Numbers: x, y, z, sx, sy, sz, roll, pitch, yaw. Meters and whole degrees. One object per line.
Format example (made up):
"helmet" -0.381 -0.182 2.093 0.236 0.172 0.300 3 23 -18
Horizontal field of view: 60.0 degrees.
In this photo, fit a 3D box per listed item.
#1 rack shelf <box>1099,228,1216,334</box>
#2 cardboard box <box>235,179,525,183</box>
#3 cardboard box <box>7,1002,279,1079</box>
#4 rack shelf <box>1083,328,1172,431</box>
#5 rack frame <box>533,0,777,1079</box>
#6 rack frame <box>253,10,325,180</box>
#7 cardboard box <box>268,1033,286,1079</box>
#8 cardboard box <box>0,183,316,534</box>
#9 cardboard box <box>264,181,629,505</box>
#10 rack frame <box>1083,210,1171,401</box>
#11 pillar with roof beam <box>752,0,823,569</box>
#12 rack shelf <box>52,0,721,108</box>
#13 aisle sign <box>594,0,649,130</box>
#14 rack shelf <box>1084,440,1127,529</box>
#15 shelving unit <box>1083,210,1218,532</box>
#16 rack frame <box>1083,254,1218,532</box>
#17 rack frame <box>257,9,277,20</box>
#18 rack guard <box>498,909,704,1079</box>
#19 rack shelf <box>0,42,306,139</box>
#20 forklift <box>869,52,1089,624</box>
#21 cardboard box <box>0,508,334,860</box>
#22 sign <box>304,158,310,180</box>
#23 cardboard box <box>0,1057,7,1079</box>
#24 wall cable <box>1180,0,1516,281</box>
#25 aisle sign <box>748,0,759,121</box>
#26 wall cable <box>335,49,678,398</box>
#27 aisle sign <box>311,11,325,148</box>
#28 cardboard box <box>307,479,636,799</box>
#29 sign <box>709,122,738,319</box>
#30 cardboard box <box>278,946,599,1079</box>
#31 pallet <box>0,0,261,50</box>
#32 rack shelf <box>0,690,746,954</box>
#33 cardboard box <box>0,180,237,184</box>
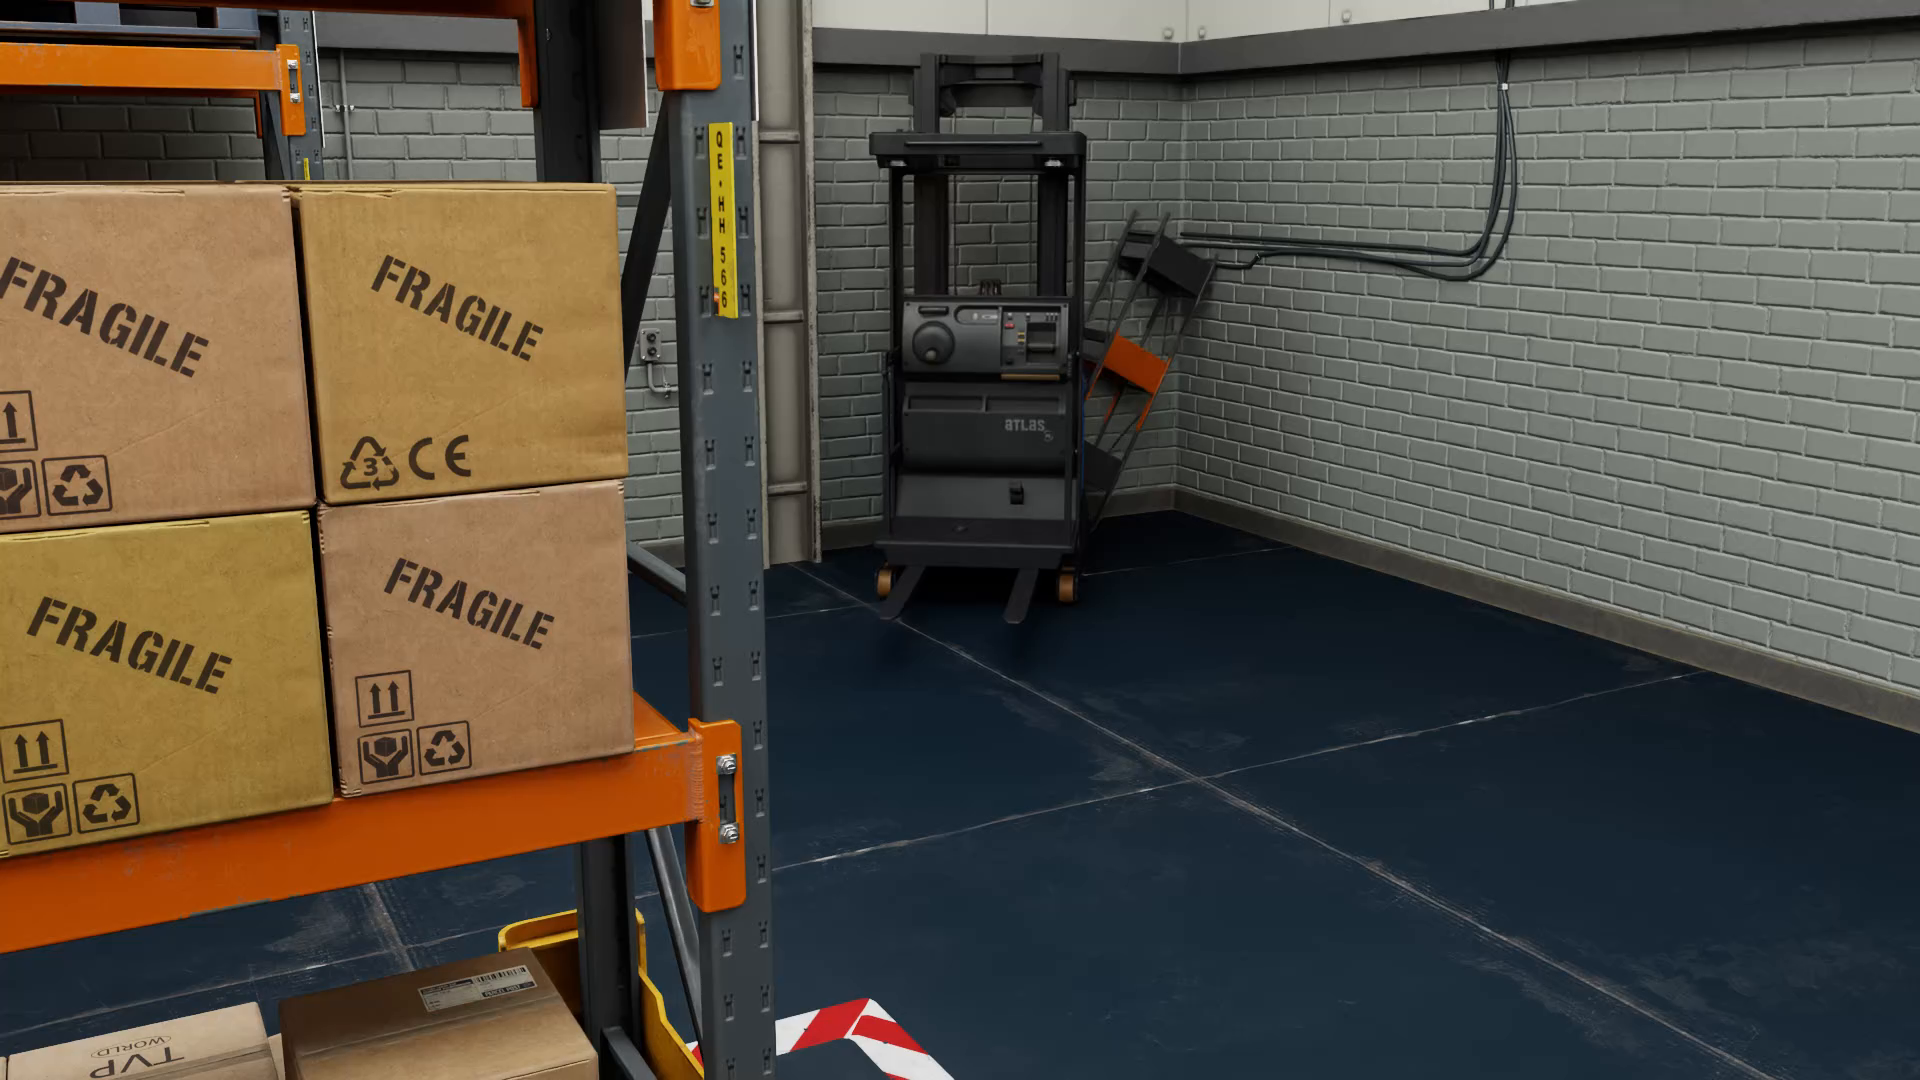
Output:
"rack shelf" 1.280 -1.708 10.890 0.480 0.518 0.431 25 -1 -32
"cardboard box" -1.169 -0.476 3.386 0.500 0.500 0.500 -6 14 -26
"cardboard box" -1.705 1.247 3.497 0.500 0.250 0.500 -7 14 -28
"rack shelf" 0.990 -1.071 10.882 0.480 0.518 0.431 25 -1 -32
"rack frame" -0.654 0.064 3.491 0.053 2.616 0.949 -7 14 -28
"rack frame" -3.030 -0.889 7.728 0.127 3.000 1.000 -7 14 -28
"cardboard box" -1.404 1.237 3.733 0.250 0.166 0.380 -7 14 -28
"cardboard box" -1.355 -0.318 2.687 0.500 0.500 0.500 -6 14 -26
"cardboard box" -0.912 -0.372 2.924 0.500 0.500 0.500 -7 14 -28
"rack frame" 0.808 -1.171 10.753 0.015 2.100 0.400 25 -1 -32
"pillar with roof beam" 0.988 -3.437 5.386 0.400 9.000 9.100 -7 14 -28
"rack shelf" -2.408 -0.837 2.303 4.000 0.370 1.077 -7 14 -28
"aisle sign" -0.734 -1.267 3.486 0.004 0.787 0.394 -7 14 -28
"rack shelf" 0.700 -0.434 10.874 0.480 0.518 0.431 25 -1 -32
"shelving unit" 0.996 -1.084 10.882 0.503 2.100 0.431 25 -1 -32
"rack frame" 1.183 -0.997 11.011 0.015 2.100 0.400 25 -1 -32
"rack frame" -3.030 -3.816 7.070 0.127 3.000 1.000 -7 14 -28
"rack guard" -0.720 1.293 3.727 0.348 0.500 1.175 -7 14 -28
"rack shelf" -4.785 -1.791 6.543 4.000 0.370 1.077 -7 14 -28
"forklift" 0.122 -1.159 9.085 1.130 2.935 3.031 1 13 6
"cardboard box" -1.369 0.171 2.789 0.500 0.500 0.500 -7 14 -27
"sign" -2.782 -1.464 7.104 0.005 0.325 0.100 -7 14 -28
"cardboard box" -2.144 1.300 3.263 0.500 0.250 0.500 -7 14 -28
"wall cable" 2.106 -2.827 9.748 0.112 2.526 3.097 -7 14 -28
"aisle sign" -0.446 -1.151 2.972 0.004 0.787 0.394 -7 14 -28
"wall cable" -2.359 -1.702 9.025 1.851 1.984 0.084 -7 14 -28
"aisle sign" -2.823 -2.107 7.220 0.004 0.787 0.394 -7 14 -28
"cardboard box" -0.916 0.116 3.035 0.500 0.500 0.500 -6 14 -26
"sign" -0.405 -0.545 2.842 0.005 0.325 0.100 -7 14 -28
"cardboard box" -1.012 1.175 3.249 0.500 0.500 0.500 -7 14 -28
"pallet" -3.676 -2.229 7.053 1.213 0.211 1.003 -7 14 -28
"rack shelf" -2.408 0.626 2.632 4.000 0.370 1.077 -7 14 -28
"cardboard box" -1.624 -0.419 3.135 0.500 0.500 0.500 -7 14 -27
